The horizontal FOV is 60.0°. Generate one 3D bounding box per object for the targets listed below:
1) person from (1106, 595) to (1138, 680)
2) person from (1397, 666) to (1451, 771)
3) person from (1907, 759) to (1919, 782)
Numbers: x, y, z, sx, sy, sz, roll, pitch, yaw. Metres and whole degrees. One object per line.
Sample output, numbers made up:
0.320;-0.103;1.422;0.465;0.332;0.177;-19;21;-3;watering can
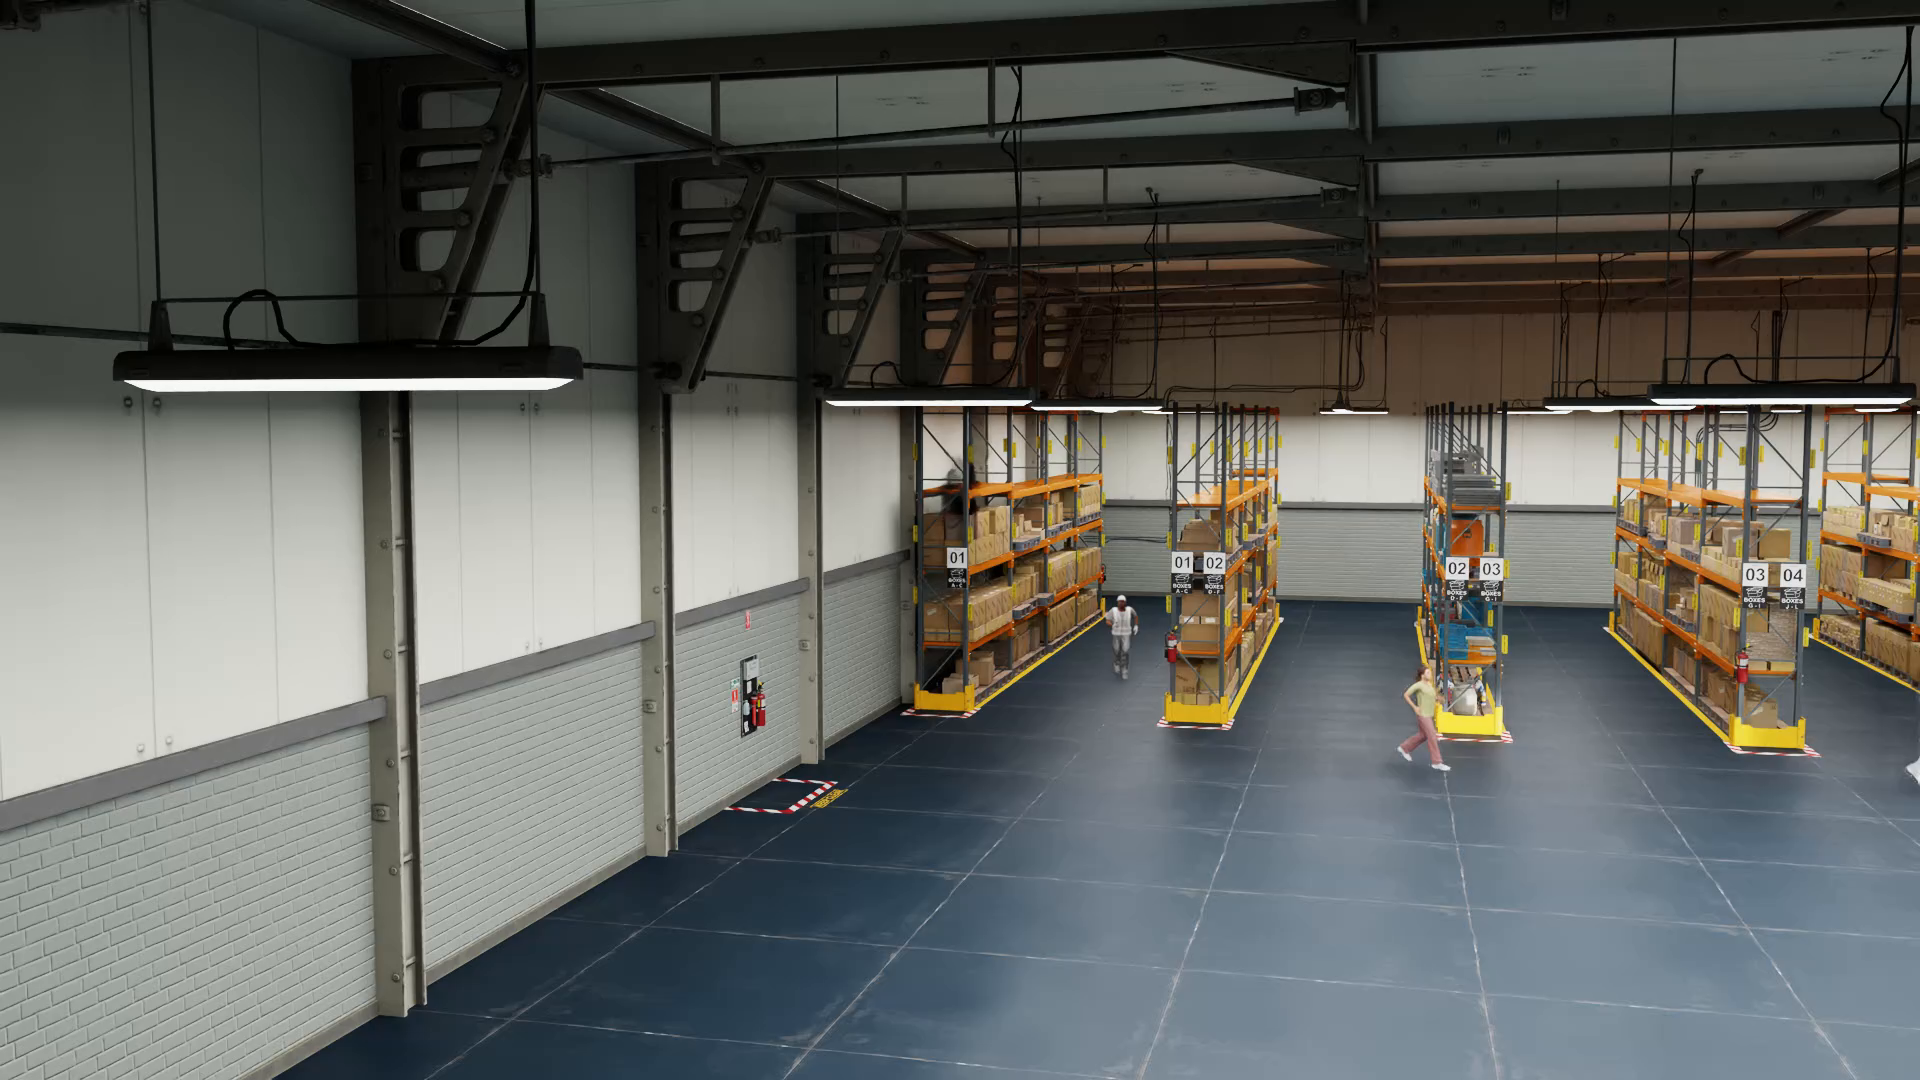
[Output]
3.562;2.125;36.636;0.704;1.837;0.830;0;4;5;person
7.556;2.865;27.059;0.970;1.651;0.575;4;6;41;person
15.027;2.938;25.319;0.708;1.777;1.050;-4;6;-40;person
